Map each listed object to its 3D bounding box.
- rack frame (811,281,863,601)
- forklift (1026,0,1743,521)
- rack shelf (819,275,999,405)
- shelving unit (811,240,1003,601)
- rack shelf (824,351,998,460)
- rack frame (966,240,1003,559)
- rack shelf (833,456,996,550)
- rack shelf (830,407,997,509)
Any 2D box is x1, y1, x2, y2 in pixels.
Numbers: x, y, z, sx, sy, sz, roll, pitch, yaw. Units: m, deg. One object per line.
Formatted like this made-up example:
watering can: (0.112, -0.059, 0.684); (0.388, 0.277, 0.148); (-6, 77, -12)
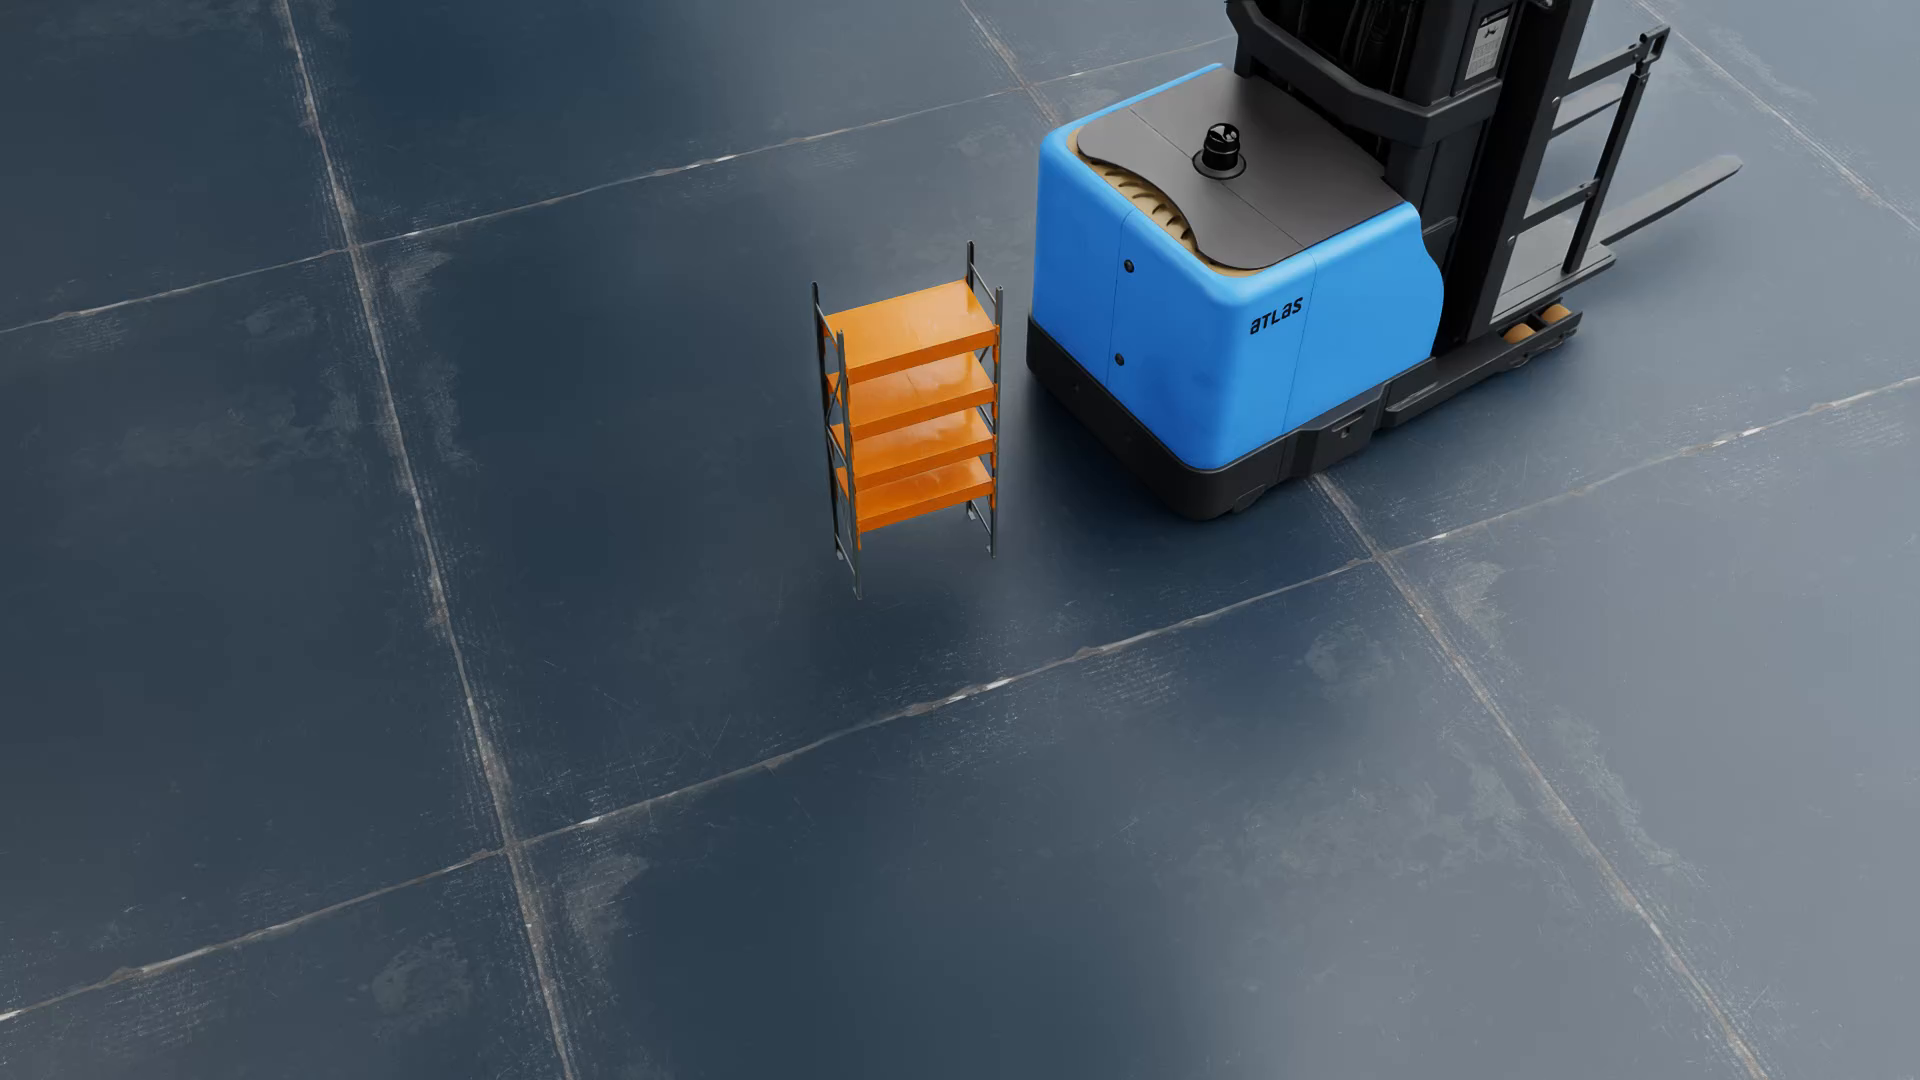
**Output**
rack frame: (-0.379, -0.273, 5.194); (0.015, 1.200, 0.240); (-17, 52, -14)
forklift: (1.755, -1.916, 5.463); (3.031, 2.935, 1.130); (-27, 55, -21)
rack shelf: (-0.153, -0.599, 4.956); (0.480, 0.148, 0.258); (-17, 52, -14)
shelving unit: (-0.153, -0.343, 5.254); (0.503, 1.200, 0.258); (-17, 52, -14)
rack shelf: (-0.153, -0.445, 5.135); (0.480, 0.148, 0.258); (-17, 52, -14)
rack frame: (0.073, -0.413, 5.314); (0.015, 1.200, 0.240); (-17, 52, -14)
rack shelf: (-0.153, -0.170, 5.456); (0.480, 0.148, 0.258); (-17, 52, -14)
rack shelf: (-0.153, -0.300, 5.305); (0.480, 0.148, 0.258); (-17, 52, -14)
